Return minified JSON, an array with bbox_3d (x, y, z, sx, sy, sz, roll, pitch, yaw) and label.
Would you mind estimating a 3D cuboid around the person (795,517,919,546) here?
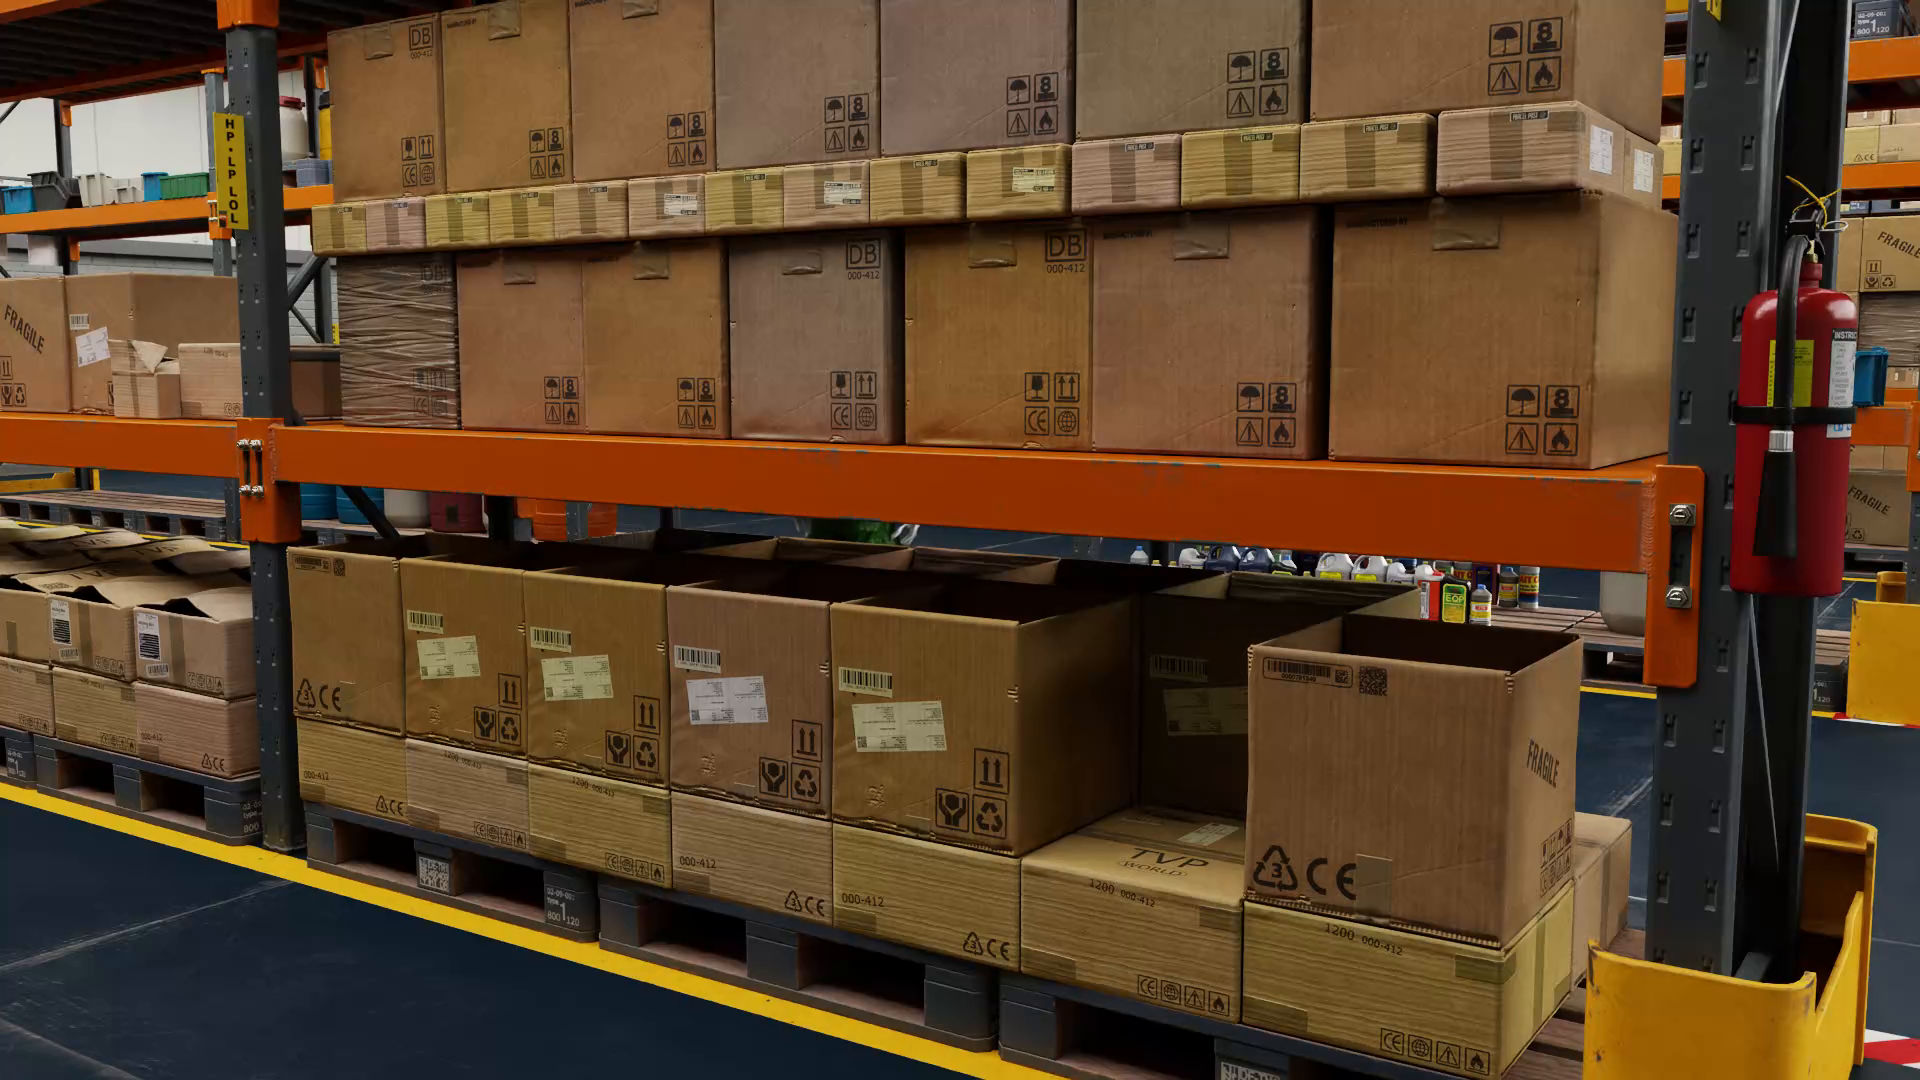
[{"bbox_3d":[-0.438,-0.135,6.891,0.614,1.778,0.456,4,7,33],"label":"person"}]
